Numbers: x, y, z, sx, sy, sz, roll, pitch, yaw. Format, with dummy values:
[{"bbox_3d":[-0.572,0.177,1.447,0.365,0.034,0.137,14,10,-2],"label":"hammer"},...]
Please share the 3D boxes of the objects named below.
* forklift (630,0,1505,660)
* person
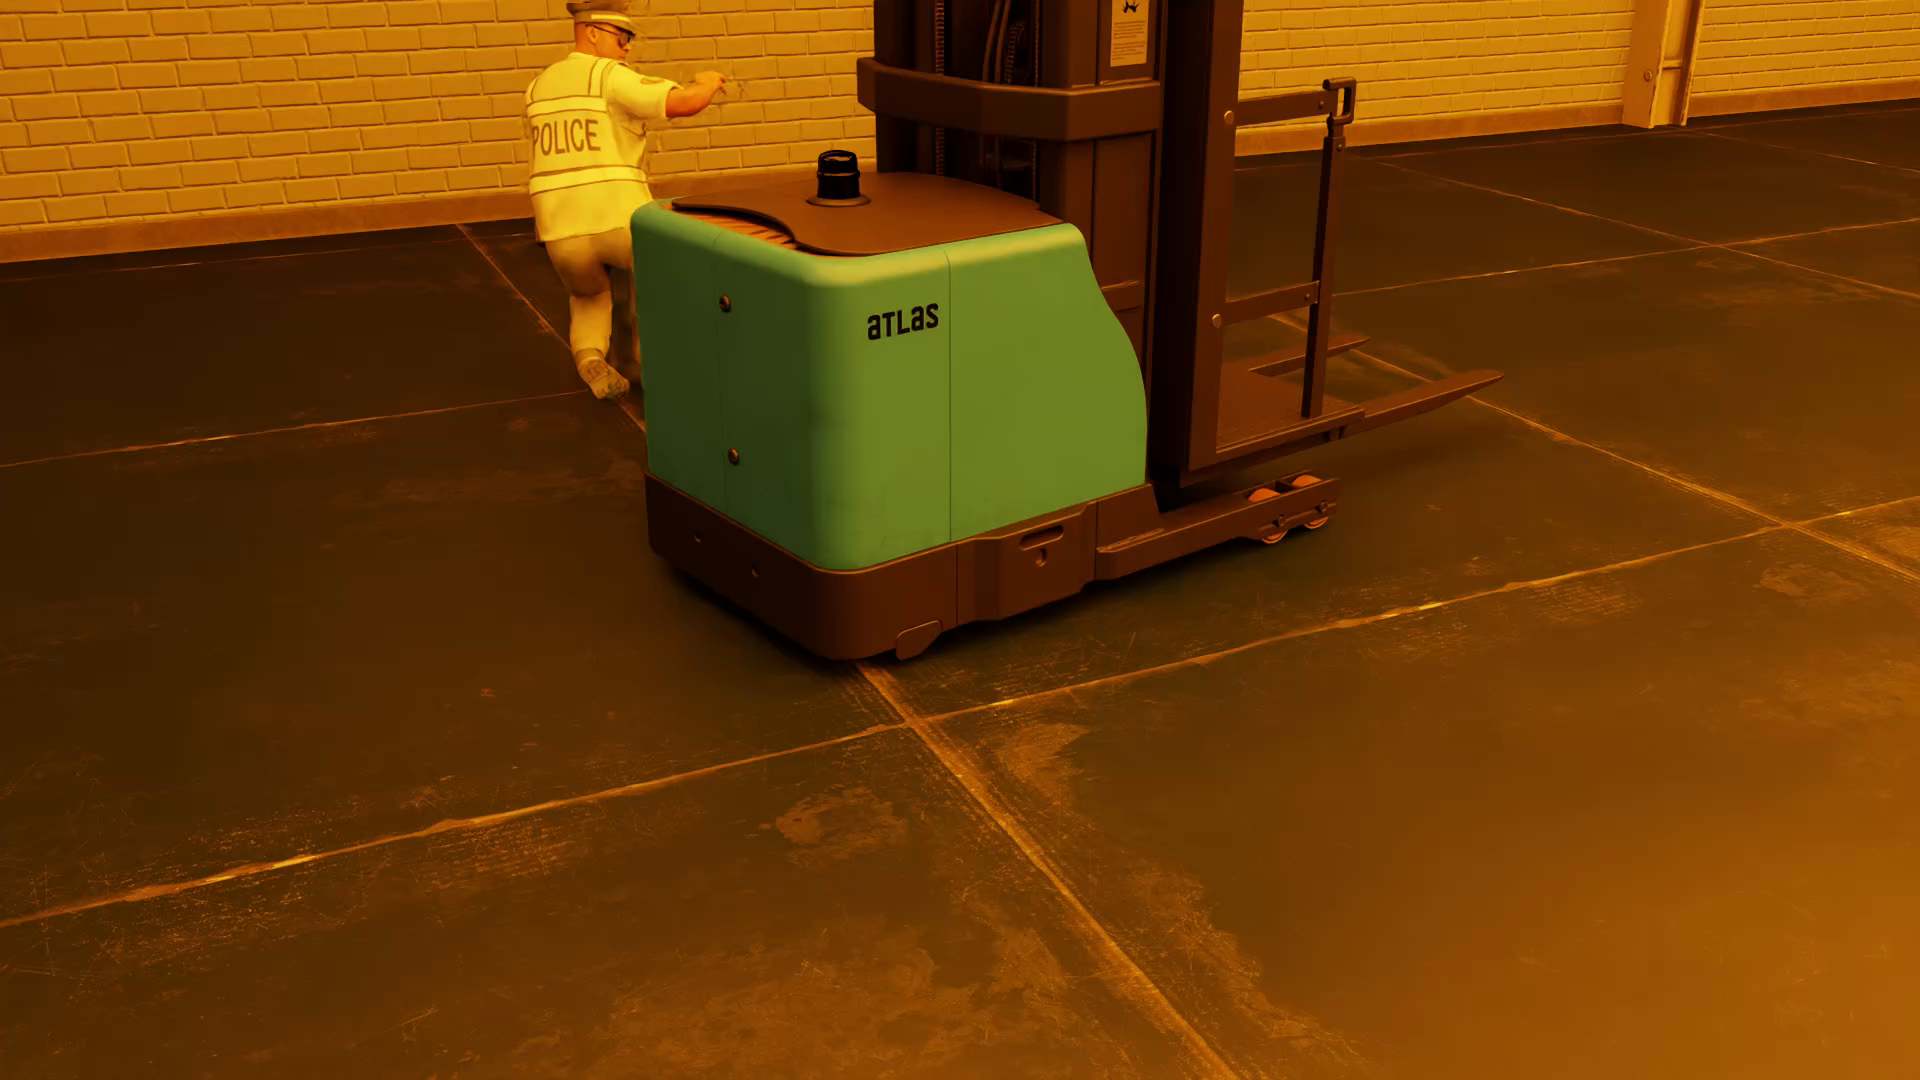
[{"bbox_3d":[0.560,-1.485,4.860,3.031,2.935,1.130,-17,28,-35],"label":"forklift"},{"bbox_3d":[-21259.059,-17365.936,41805.149,50184.077,2.636,86510.456,2,23,5],"label":"person"}]
